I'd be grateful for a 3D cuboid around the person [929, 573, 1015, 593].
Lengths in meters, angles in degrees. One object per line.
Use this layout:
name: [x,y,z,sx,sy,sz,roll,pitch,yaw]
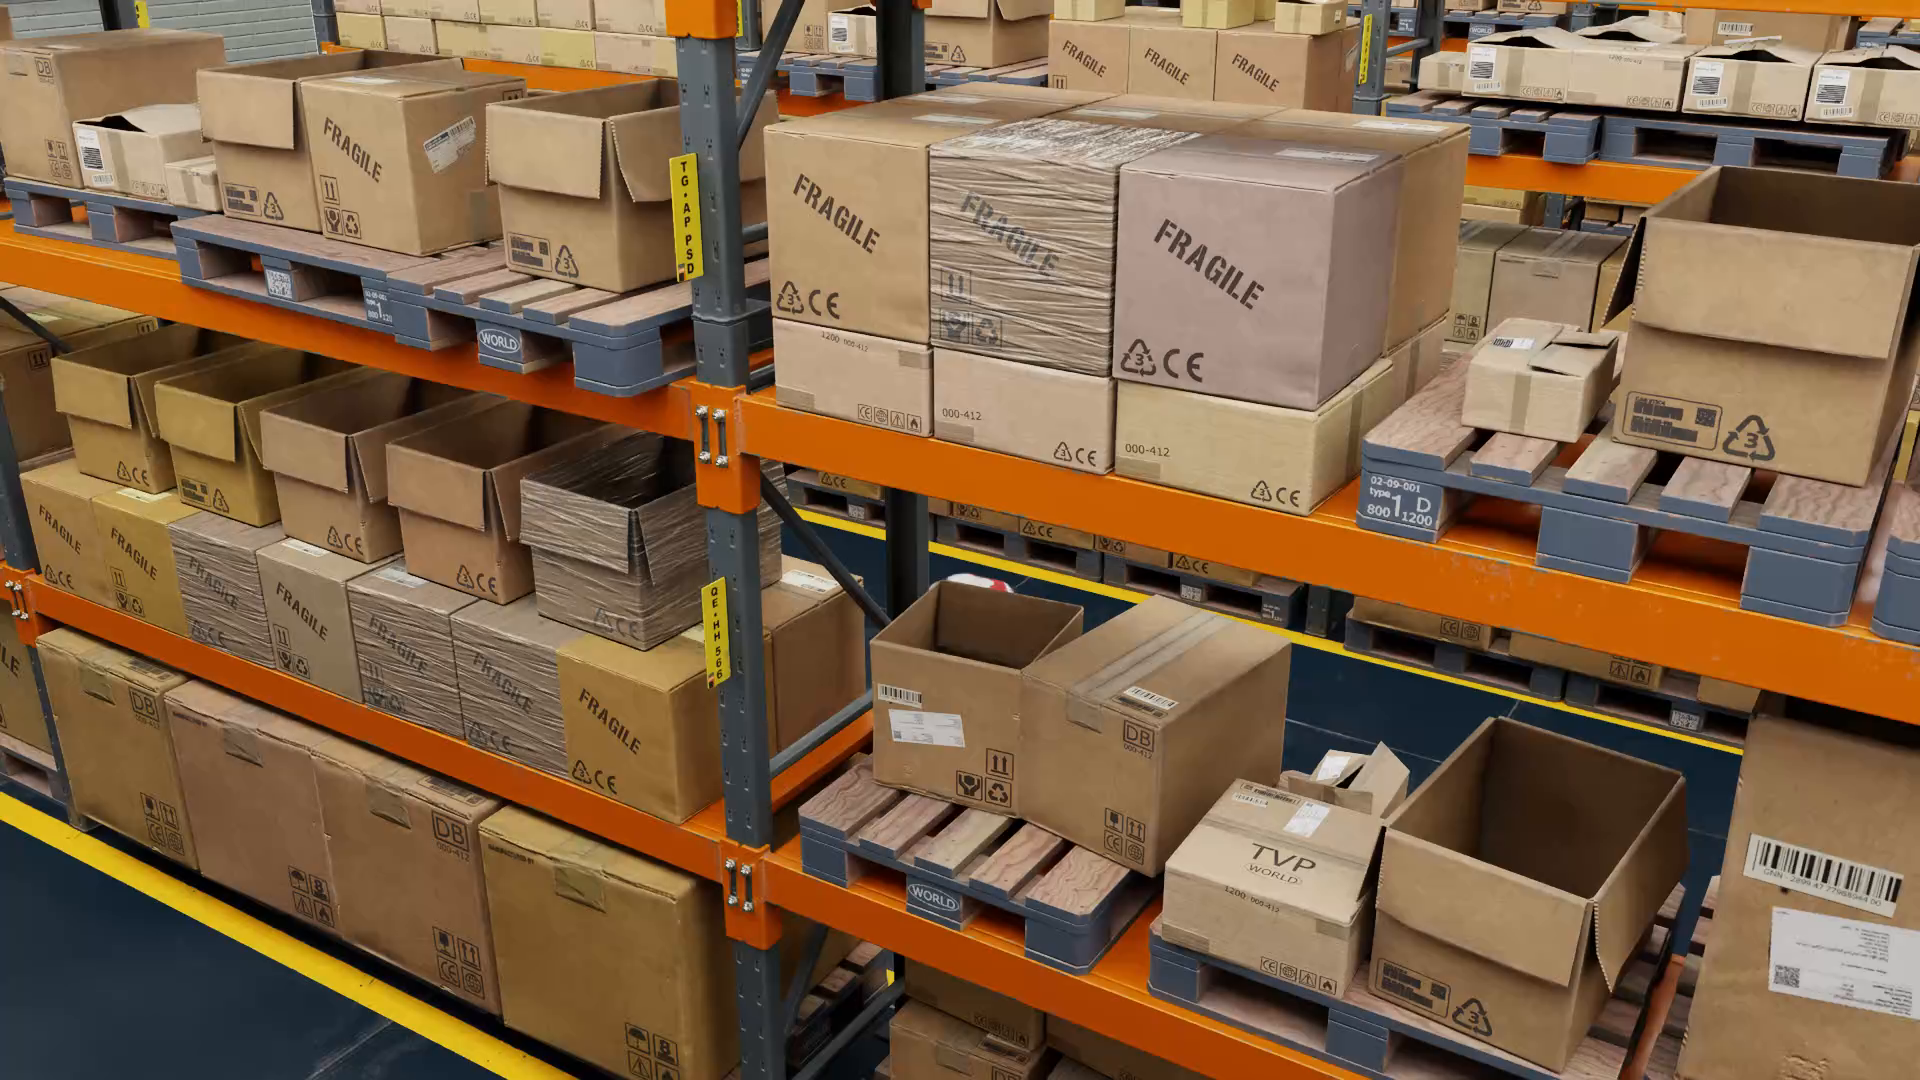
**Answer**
person: [-0.042,0.641,8.082,0.535,0.985,0.936,13,26,27]
